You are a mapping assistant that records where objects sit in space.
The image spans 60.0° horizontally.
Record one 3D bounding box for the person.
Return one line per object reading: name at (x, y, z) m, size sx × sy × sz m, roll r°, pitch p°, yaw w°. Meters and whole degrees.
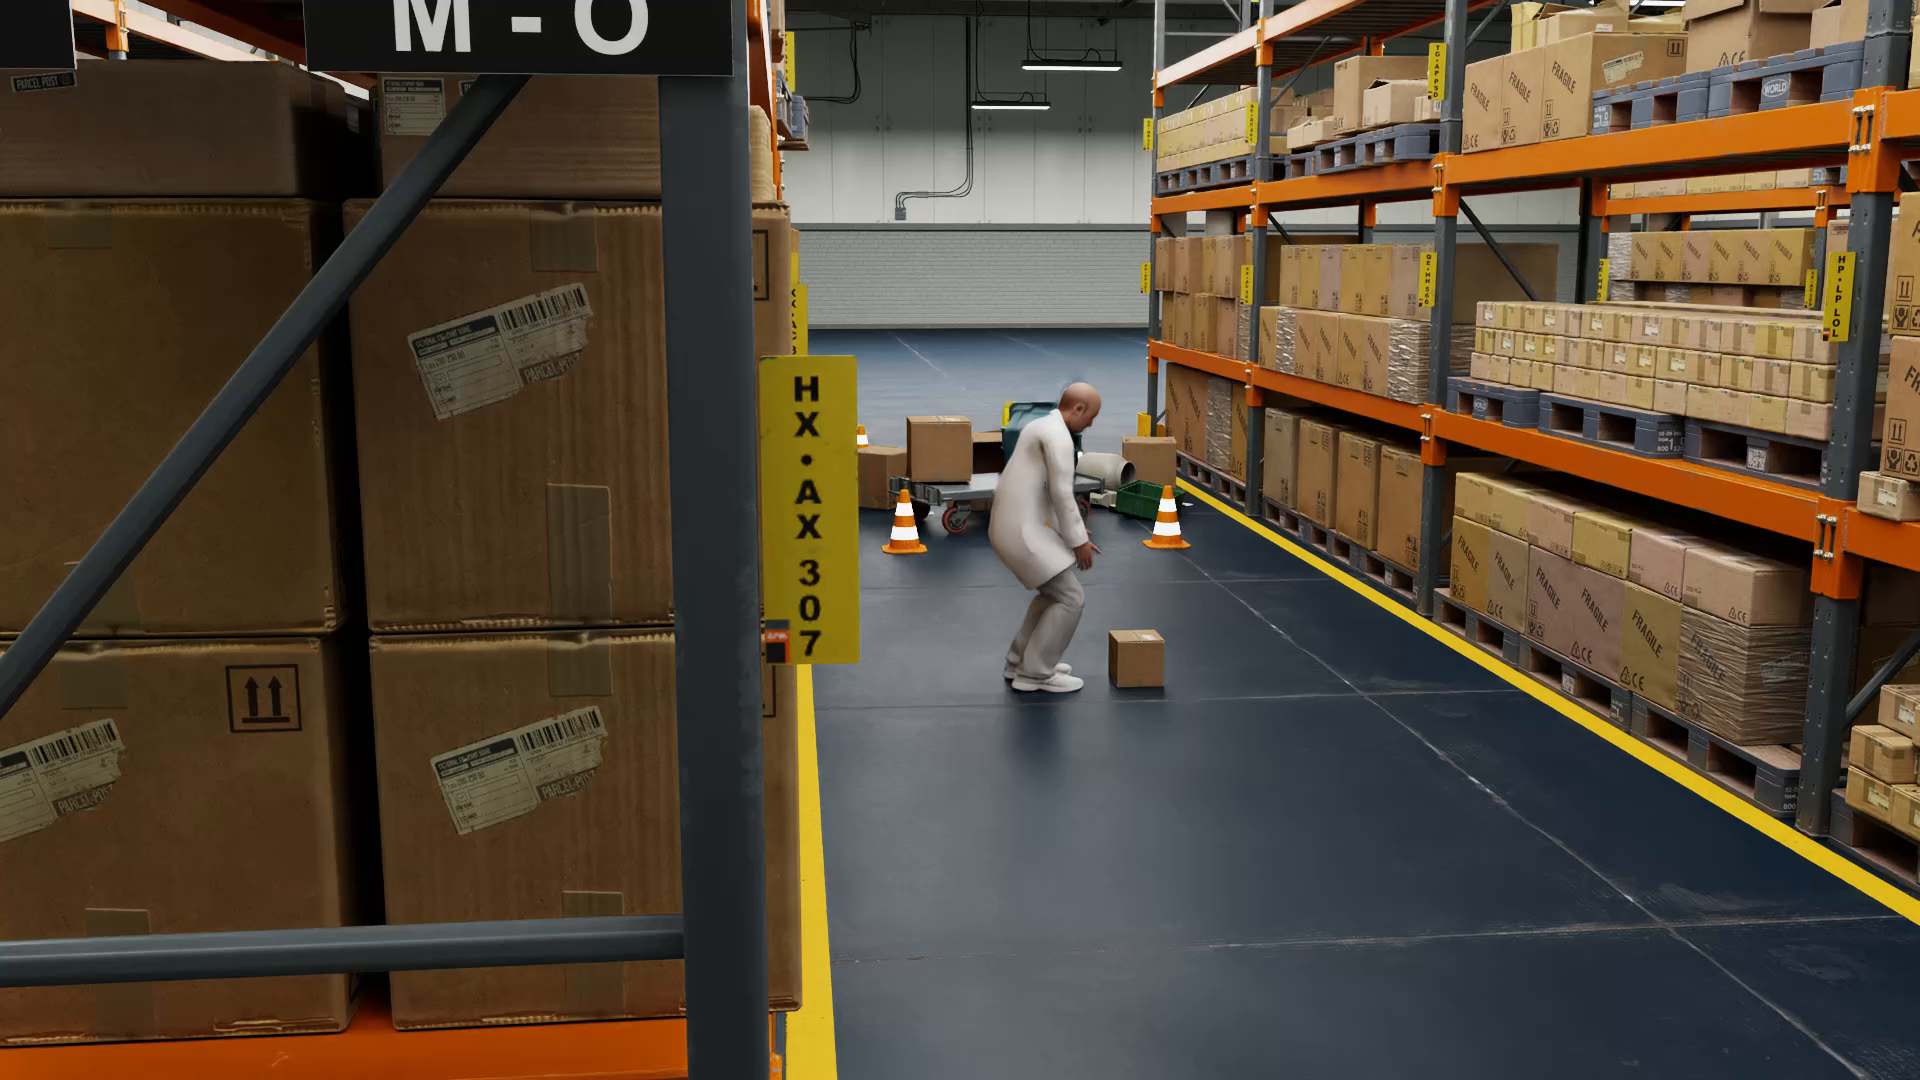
person at (0.436, -0.021, 8.674) m, size 0.588 × 1.577 × 0.622 m, roll -1°, pitch 10°, yaw -5°
